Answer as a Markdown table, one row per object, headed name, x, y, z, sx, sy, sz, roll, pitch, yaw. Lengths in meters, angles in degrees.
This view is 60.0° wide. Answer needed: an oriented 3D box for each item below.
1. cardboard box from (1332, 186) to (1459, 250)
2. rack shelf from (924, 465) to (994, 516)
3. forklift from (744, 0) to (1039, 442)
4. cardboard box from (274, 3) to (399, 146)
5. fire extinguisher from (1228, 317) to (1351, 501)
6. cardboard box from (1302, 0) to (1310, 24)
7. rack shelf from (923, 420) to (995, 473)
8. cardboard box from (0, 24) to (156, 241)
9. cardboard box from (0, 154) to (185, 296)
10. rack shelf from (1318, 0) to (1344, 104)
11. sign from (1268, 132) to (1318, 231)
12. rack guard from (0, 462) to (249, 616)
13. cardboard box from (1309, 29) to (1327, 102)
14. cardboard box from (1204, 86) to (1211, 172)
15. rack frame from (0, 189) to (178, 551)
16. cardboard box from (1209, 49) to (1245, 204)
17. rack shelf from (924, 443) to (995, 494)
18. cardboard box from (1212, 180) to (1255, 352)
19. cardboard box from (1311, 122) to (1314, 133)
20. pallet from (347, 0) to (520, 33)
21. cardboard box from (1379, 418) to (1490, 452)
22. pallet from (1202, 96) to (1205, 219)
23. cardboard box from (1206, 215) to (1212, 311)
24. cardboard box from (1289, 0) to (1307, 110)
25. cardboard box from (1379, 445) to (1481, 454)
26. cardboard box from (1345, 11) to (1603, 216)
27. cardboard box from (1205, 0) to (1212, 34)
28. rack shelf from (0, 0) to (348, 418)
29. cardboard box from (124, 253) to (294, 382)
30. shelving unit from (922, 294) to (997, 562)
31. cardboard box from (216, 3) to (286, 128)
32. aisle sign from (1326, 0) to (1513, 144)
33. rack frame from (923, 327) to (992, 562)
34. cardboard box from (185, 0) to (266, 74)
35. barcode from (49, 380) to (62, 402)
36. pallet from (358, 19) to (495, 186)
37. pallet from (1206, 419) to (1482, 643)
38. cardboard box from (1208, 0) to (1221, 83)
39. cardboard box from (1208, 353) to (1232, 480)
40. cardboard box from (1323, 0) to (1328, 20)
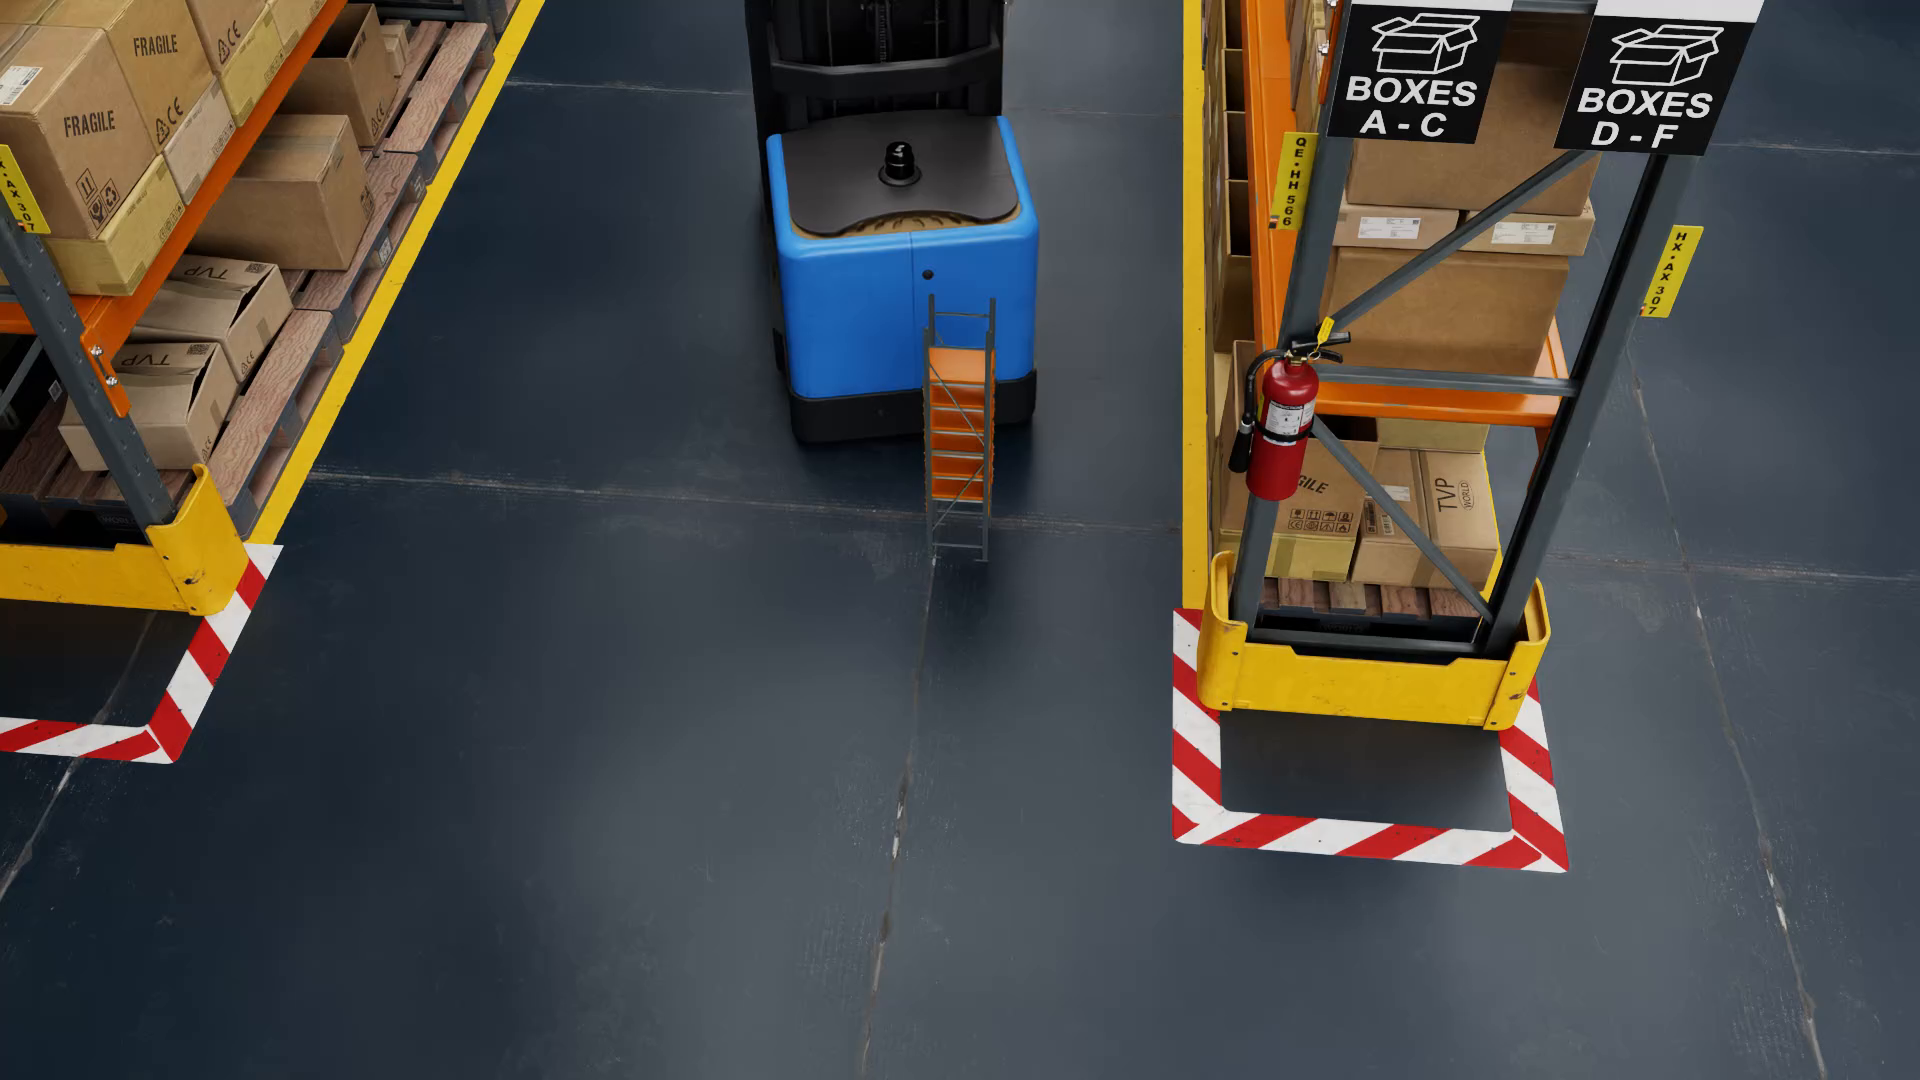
| name | x | y | z | sx | sy | sz | roll | pitch | yaw |
| --- | --- | --- | --- | --- | --- | --- | --- | --- | --- |
| cardboard box | 1.327 | -1.039 | 5.160 | 0.380 | 0.149 | 0.250 | 3 | 48 | 3 |
| rack shelf | -0.001 | -0.202 | 6.507 | 0.258 | 0.103 | 0.180 | 4 | 48 | 4 |
| forklift | -0.394 | -2.503 | 7.053 | 1.130 | 2.935 | 3.031 | -6 | 48 | -5 |
| cardboard box | -3.141 | -2.302 | 8.218 | 0.500 | 0.500 | 0.500 | 1 | 48 | 1 |
| fire extinguisher | 1.009 | -0.411 | 5.145 | 0.296 | 0.674 | 0.183 | 4 | 48 | 4 |
| cardboard box | 1.444 | -1.990 | 6.030 | 0.380 | 0.149 | 0.250 | 5 | 48 | 5 |
| rack shelf | -0.001 | -0.364 | 6.330 | 0.258 | 0.103 | 0.180 | 4 | 48 | 4 |
| cardboard box | -3.108 | -1.363 | 5.543 | 0.500 | 0.500 | 0.500 | 4 | 48 | 4 |
| cardboard box | -3.090 | -1.116 | 5.826 | 0.500 | 0.250 | 0.500 | 3 | 48 | 2 |
| rack shelf | 1.665 | -2.732 | 5.670 | 1.077 | 0.370 | 4.000 | 4 | 48 | 4 |
| sign | 0.943 | -1.010 | 4.696 | 0.100 | 0.325 | 0.005 | 4 | 48 | 4 |
| rack guard | -3.444 | -0.035 | 6.443 | 1.175 | 0.500 | 0.348 | 4 | 48 | 4 |
| cardboard box | 1.398 | -1.604 | 5.677 | 0.380 | 0.149 | 0.250 | 4 | 48 | 4 |
| cardboard box | 1.452 | -1.958 | 8.087 | 0.500 | 0.250 | 0.500 | 4 | 48 | 4 |
| rack frame | -3.451 | -0.823 | 5.470 | 1.000 | 3.000 | 0.127 | 4 | 48 | 4 |
| cardboard box | 1.402 | -1.844 | 7.474 | 0.500 | 0.500 | 0.500 | 4 | 48 | 4 |
| rack shelf | -0.001 | -0.283 | 6.419 | 0.258 | 0.103 | 0.180 | 4 | 48 | 4 |
| cardboard box | 1.311 | -1.109 | 6.802 | 0.500 | 0.500 | 0.500 | 4 | 48 | 4 |
| cardboard box | 1.581 | -1.254 | 5.797 | 0.700 | 0.500 | 0.500 | 5 | 48 | 5 |
| pallet | -3.017 | -3.393 | 9.710 | 1.003 | 0.211 | 1.213 | 4 | 48 | 4 |
| cardboard box | 1.796 | -0.706 | 6.433 | 0.500 | 0.500 | 0.500 | 4 | 48 | 4 |
| pallet | 1.733 | -1.909 | 8.353 | 1.003 | 0.211 | 1.213 | 4 | 48 | 4 |
| cardboard box | 1.362 | -1.223 | 7.415 | 0.500 | 0.250 | 0.500 | 4 | 48 | 4 |
| cardboard box | 1.676 | -2.006 | 6.484 | 0.700 | 0.500 | 0.500 | 5 | 48 | 5 |
| cardboard box | 1.795 | -0.453 | 6.710 | 0.500 | 0.250 | 0.500 | 4 | 48 | 4 |
| cardboard box | 1.542 | -1.345 | 5.000 | 0.700 | 0.500 | 0.500 | 4 | 48 | 4 |
| cardboard box | 1.596 | -2.970 | 9.012 | 0.500 | 0.250 | 0.500 | 3 | 48 | 3 |
| rack shelf | -3.269 | -2.050 | 7.079 | 1.077 | 0.370 | 4.000 | 4 | 48 | 4 |
| cardboard box | -3.246 | -0.985 | 7.142 | 0.500 | 0.311 | 0.500 | 7 | 48 | 7 |
| shelving unit | -0.001 | -0.394 | 6.298 | 0.258 | 1.200 | 0.189 | 4 | 48 | 4 |
| cardboard box | -3.005 | -1.873 | 6.518 | 0.500 | 0.250 | 0.500 | 3 | 48 | 3 |
| aisle sign | 1.184 | -1.341 | 4.182 | 0.394 | 0.787 | 0.004 | 4 | 48 | 4 |
| rack frame | -0.010 | -0.327 | 6.236 | 0.240 | 1.200 | 0.006 | 4 | 48 | 4 |
| cardboard box | -3.000 | -2.104 | 6.222 | 0.500 | 0.500 | 0.500 | 2 | 48 | 2 |
| barcode | -3.695 | -0.609 | 6.792 | 0.001 | 0.075 | 0.075 | 4 | 48 | 4 |
| pallet | -3.112 | -2.325 | 8.733 | 1.003 | 0.211 | 1.213 | 4 | 48 | 4 |
| pallet | 1.510 | -0.116 | 6.713 | 1.003 | 0.211 | 1.213 | 4 | 48 | 4 |
| cardboard box | 1.493 | -2.579 | 8.146 | 0.500 | 0.500 | 0.500 | 4 | 48 | 4 |
| cardboard box | 1.271 | -0.488 | 6.743 | 0.500 | 0.250 | 0.500 | 4 | 48 | 4 |
| cardboard box | 1.630 | -2.102 | 5.693 | 0.700 | 0.500 | 0.500 | 4 | 48 | 4 |
